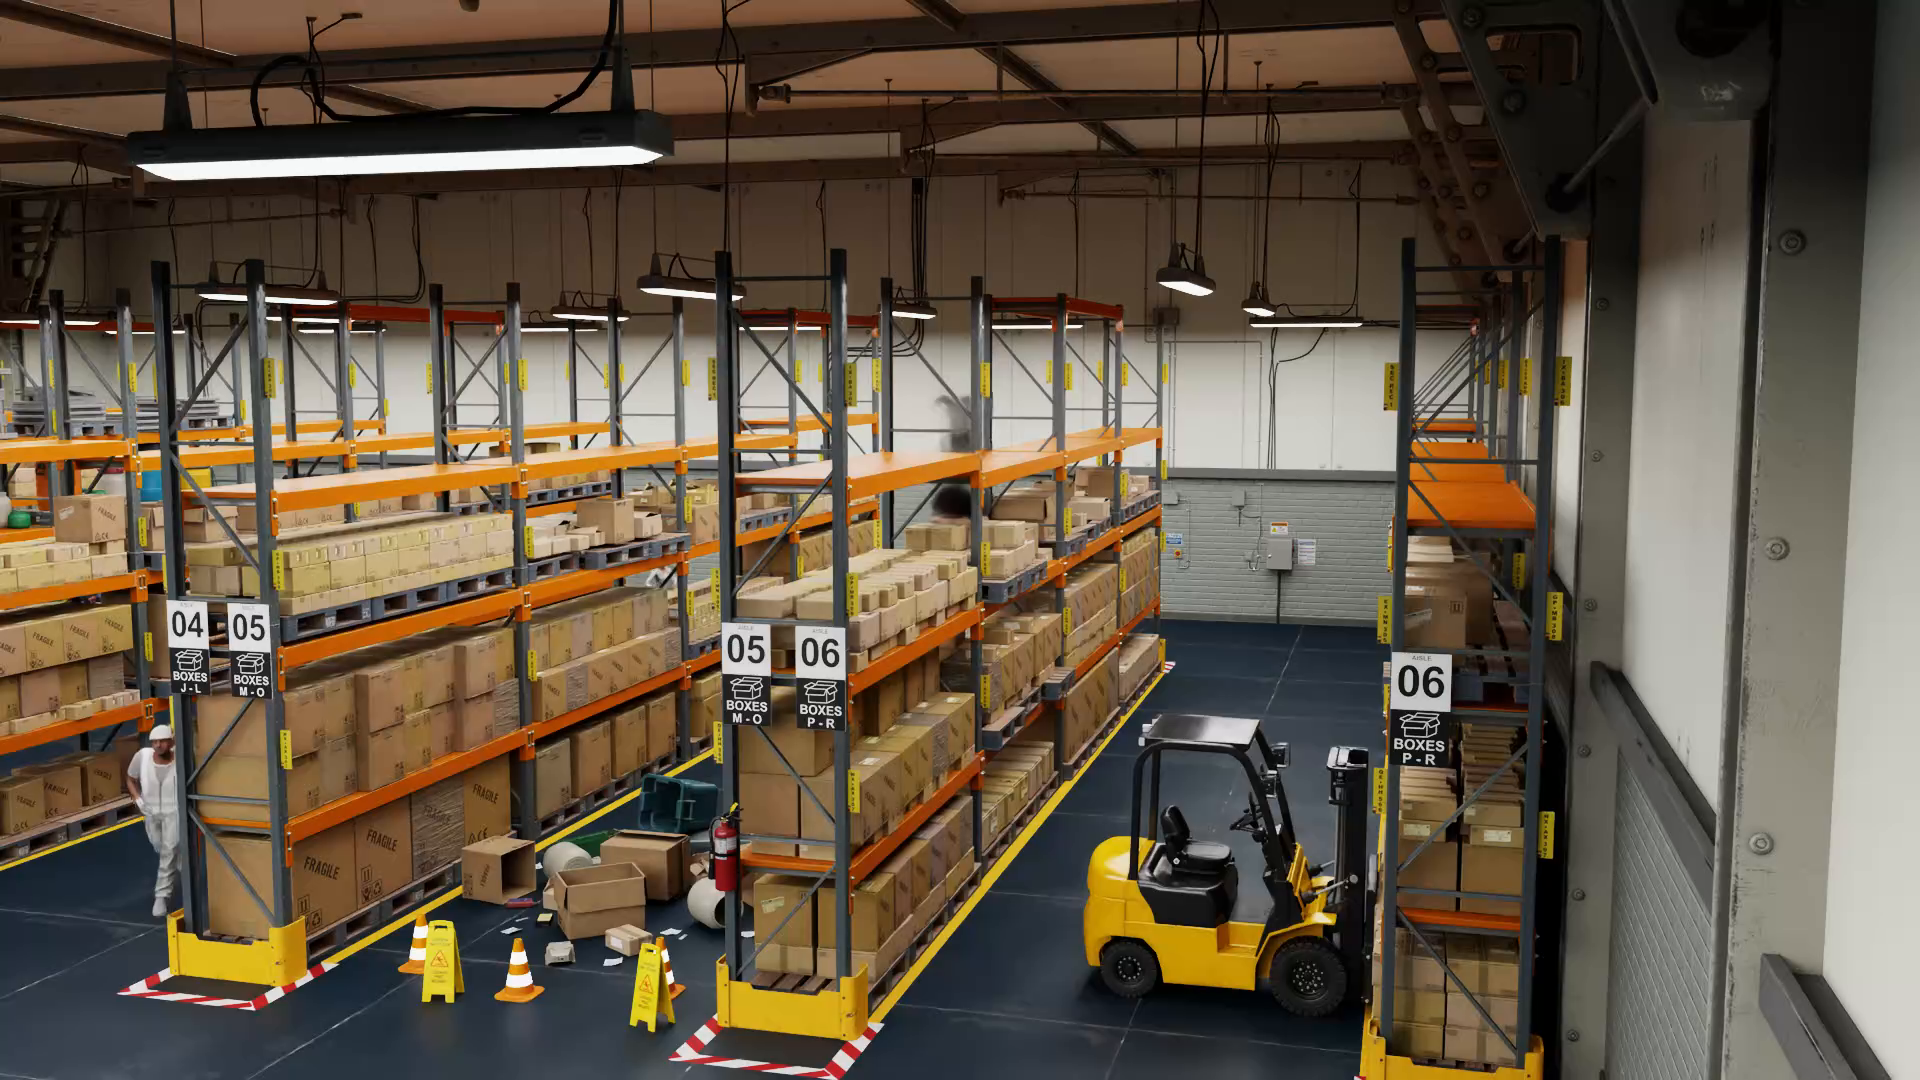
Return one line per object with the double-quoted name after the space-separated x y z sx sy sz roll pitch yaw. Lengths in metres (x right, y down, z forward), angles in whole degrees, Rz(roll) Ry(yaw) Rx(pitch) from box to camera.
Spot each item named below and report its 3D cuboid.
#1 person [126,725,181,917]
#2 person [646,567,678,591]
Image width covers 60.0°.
-7.629 2.612 16.029 0.681 1.769 1.099 -1 6 -10 "person"
-5.519 1.184 31.189 0.607 1.352 0.875 -5 8 -41 "person"
